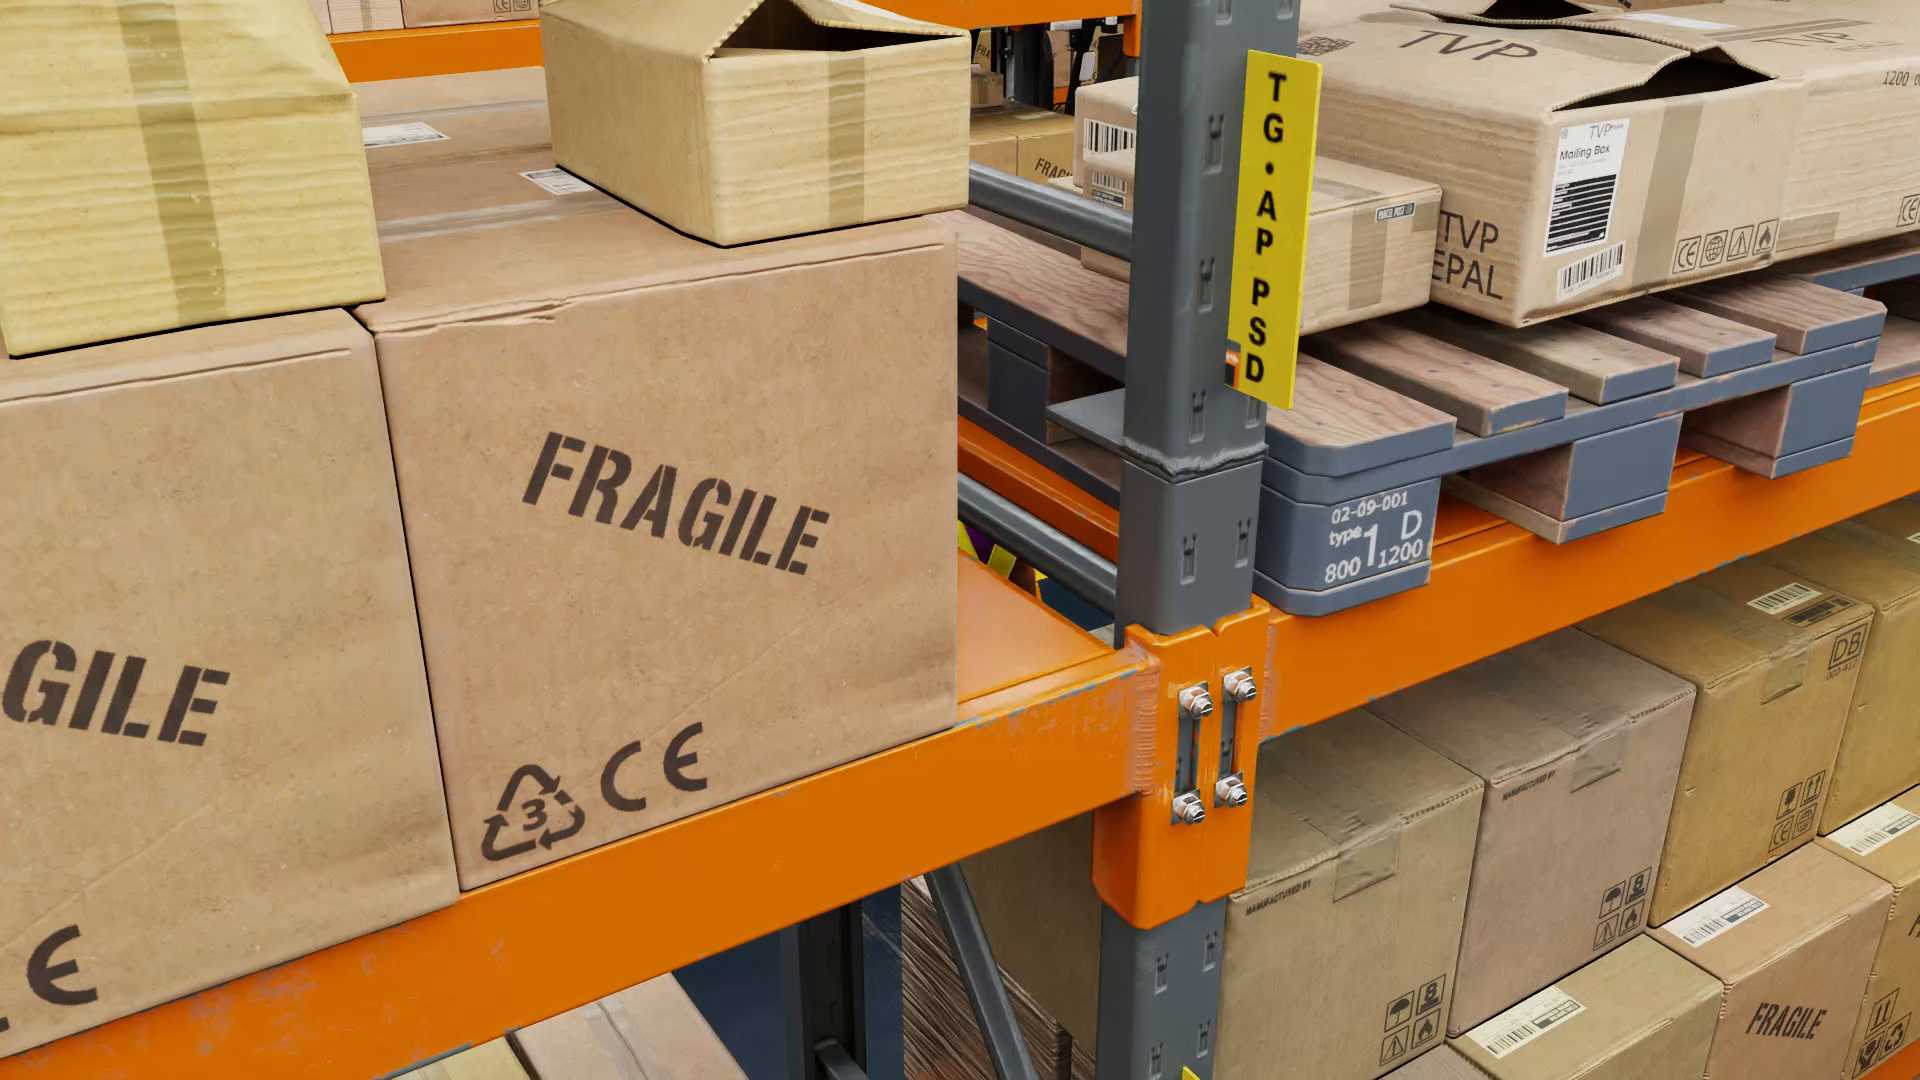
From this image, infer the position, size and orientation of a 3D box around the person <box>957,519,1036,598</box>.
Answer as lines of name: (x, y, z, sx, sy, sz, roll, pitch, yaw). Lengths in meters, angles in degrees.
person: (0.020, 0.370, 5.792, 0.632, 1.760, 0.463, -16, 29, -30)
